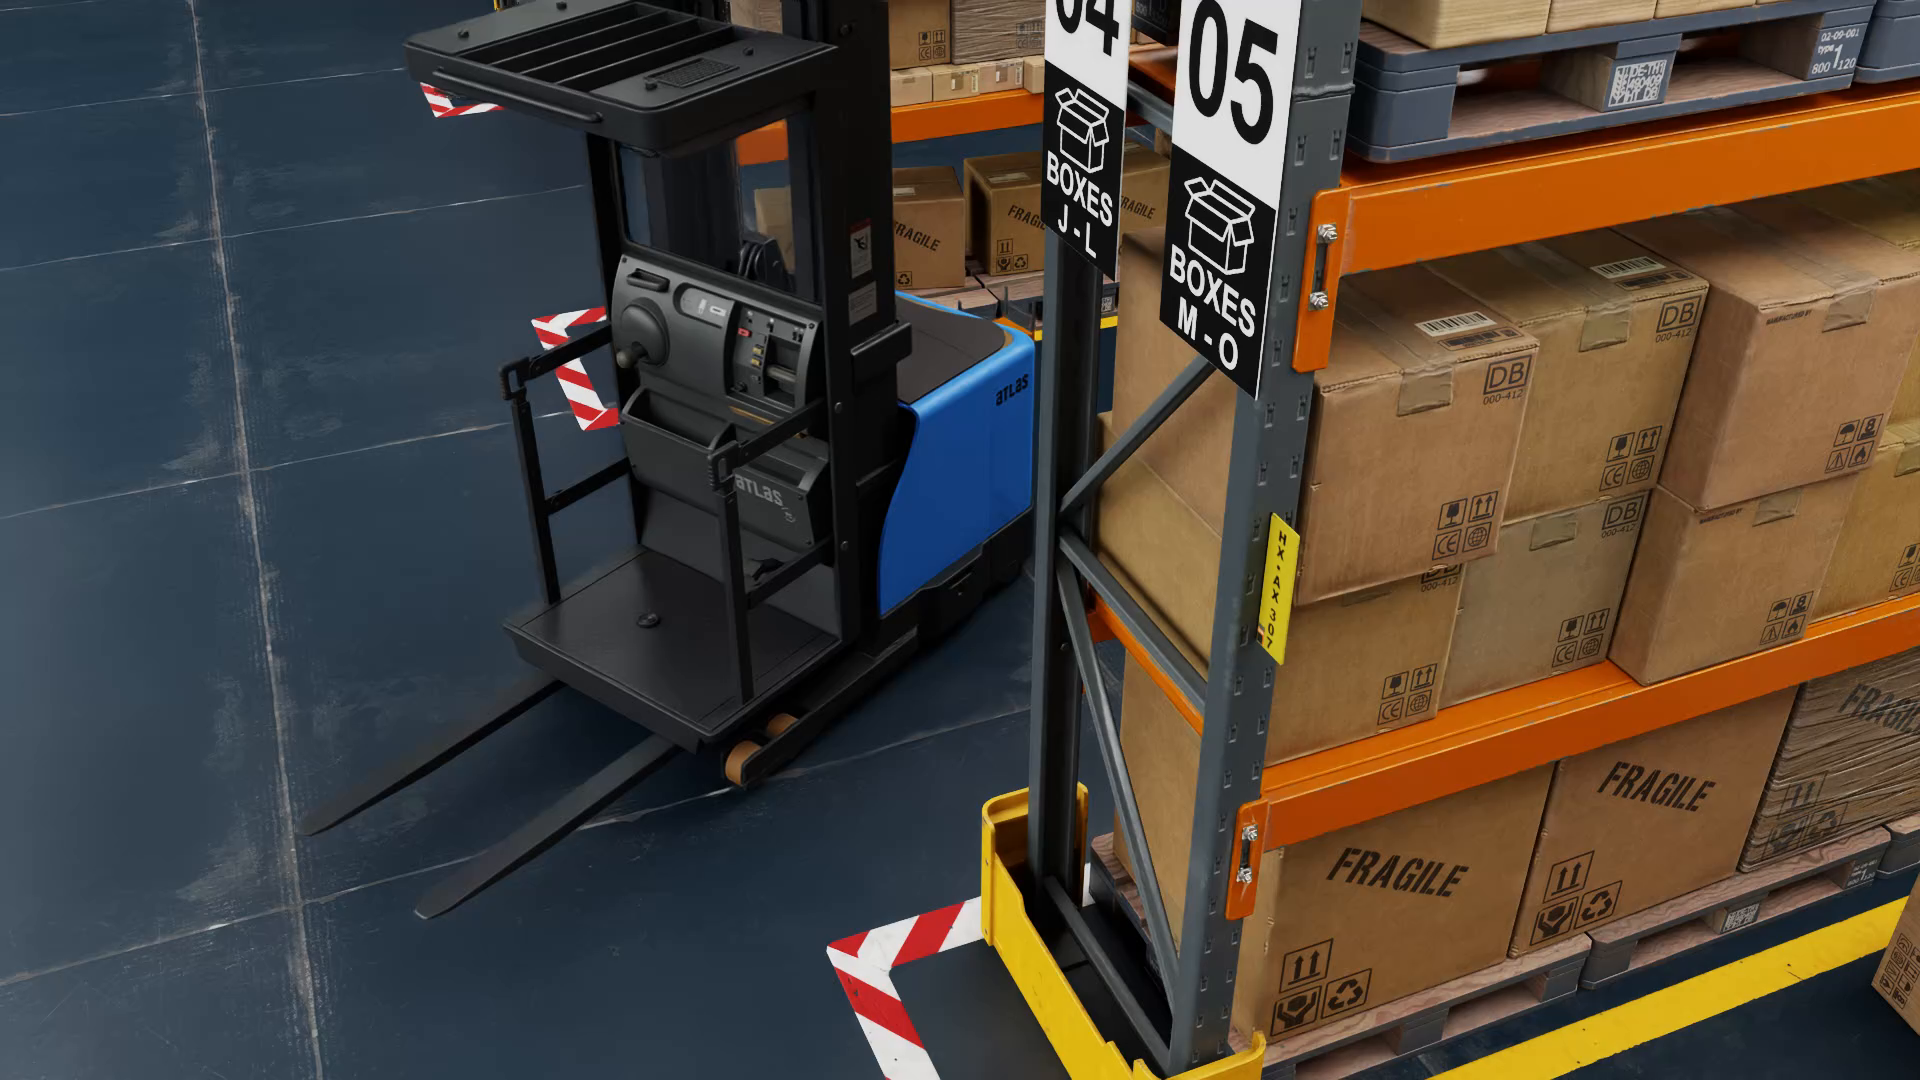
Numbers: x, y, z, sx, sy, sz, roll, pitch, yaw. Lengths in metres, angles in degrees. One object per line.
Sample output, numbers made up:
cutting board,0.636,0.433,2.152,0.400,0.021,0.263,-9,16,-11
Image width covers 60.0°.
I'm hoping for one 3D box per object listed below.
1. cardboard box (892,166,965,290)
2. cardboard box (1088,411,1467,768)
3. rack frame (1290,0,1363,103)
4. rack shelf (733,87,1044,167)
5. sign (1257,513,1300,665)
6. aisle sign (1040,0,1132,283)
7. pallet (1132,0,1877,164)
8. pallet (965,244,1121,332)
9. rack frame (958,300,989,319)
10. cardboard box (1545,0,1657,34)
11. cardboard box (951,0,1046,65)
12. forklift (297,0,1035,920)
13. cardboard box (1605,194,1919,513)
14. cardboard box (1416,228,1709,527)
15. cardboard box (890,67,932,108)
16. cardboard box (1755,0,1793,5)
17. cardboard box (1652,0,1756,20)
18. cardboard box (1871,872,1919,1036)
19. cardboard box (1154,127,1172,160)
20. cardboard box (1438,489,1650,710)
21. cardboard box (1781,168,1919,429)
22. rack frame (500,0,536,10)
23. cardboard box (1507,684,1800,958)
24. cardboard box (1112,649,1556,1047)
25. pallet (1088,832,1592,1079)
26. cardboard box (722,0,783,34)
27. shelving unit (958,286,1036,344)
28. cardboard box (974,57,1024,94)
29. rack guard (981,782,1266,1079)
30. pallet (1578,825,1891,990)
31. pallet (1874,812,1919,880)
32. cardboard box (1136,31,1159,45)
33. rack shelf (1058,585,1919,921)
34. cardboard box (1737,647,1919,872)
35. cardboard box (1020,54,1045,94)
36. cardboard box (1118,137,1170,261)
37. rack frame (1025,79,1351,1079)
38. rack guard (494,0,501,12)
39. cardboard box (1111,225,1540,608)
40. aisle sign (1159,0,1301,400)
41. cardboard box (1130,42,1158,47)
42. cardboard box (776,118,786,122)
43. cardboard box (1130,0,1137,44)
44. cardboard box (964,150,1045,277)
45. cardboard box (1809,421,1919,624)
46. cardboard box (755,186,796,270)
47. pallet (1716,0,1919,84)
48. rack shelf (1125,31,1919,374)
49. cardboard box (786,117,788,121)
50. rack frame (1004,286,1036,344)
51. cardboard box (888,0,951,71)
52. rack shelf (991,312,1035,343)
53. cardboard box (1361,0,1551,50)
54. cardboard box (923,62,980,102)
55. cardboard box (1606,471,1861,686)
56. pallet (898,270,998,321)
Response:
cardboard box,-0.253,-1.690,9.004,0.500,0.500,0.500,-4,33,-6
cardboard box,0.778,0.057,4.275,0.550,0.550,0.875,-13,35,-19
rack frame,0.454,-2.294,2.525,0.127,3.000,1.000,-13,35,-19
rack shelf,0.471,-2.416,8.872,4.000,0.370,1.077,-13,35,-19
sign,0.663,0.105,3.472,0.005,0.325,0.100,-13,35,-19
aisle sign,0.272,-1.005,3.661,0.004,0.787,0.394,-13,35,-19
pallet,1.134,-1.161,3.616,1.213,0.211,1.003,-13,35,-19
pallet,0.583,-1.551,9.441,1.213,0.211,1.003,-13,35,-19
rack frame,0.053,-0.502,7.058,0.008,1.050,0.200,-22,39,-30
cardboard box,1.129,-1.115,3.216,0.250,0.149,0.380,-13,35,-18
cardboard box,0.037,-2.814,8.459,0.500,0.500,0.875,-13,35,-19
forklift,-0.978,-0.653,5.566,1.130,2.935,3.031,22,39,30
cardboard box,1.851,-0.566,4.242,0.550,0.550,0.875,-13,35,-19
cardboard box,1.282,-0.516,4.166,0.550,0.550,0.875,-13,35,-19
cardboard box,-0.321,-2.282,8.236,0.250,0.149,0.380,-13,35,-19
cardboard box,1.593,-1.221,3.380,0.250,0.149,0.380,-13,35,-19
cardboard box,1.360,-1.167,3.297,0.250,0.149,0.380,-13,35,-19
cardboard box,3.108,1.266,4.843,0.500,0.500,0.500,-7,34,-11
cardboard box,1.405,-2.079,9.601,0.500,0.500,0.500,-2,33,-4
cardboard box,1.277,-0.071,4.471,0.550,0.550,0.875,-13,35,-19
cardboard box,2.290,-0.744,4.515,0.500,0.550,0.875,-13,35,-19
rack frame,-3.291,-4.786,11.855,0.127,3.000,1.000,-13,35,-19
cardboard box,1.864,0.572,5.184,0.875,0.875,0.875,-13,35,-20
cardboard box,1.053,0.759,4.897,0.875,0.875,0.875,-13,35,-19
pallet,1.161,1.181,5.241,1.213,0.211,1.003,-13,35,-19
cardboard box,-0.855,-2.564,8.076,0.500,0.500,0.875,-13,35,-19
shelving unit,0.151,-0.541,7.119,0.252,1.050,0.215,-22,39,-30
cardboard box,0.132,-2.397,8.414,0.250,0.149,0.380,-13,35,-19
rack guard,0.432,1.273,4.835,0.348,0.500,1.175,-13,35,-19
pallet,2.284,0.926,5.634,1.213,0.211,1.003,-13,35,-19
pallet,3.410,0.666,6.033,1.213,0.211,1.003,-13,35,-19
cardboard box,0.979,-2.998,8.743,0.500,0.500,0.875,-13,35,-19
rack shelf,2.298,0.100,5.006,4.000,0.370,1.077,-13,35,-19
cardboard box,2.705,0.380,5.478,0.875,0.875,0.875,-13,35,-19
cardboard box,0.402,-2.398,8.415,0.250,0.149,0.380,-13,35,-19
cardboard box,0.863,-1.908,9.339,0.500,0.500,0.500,-16,36,-23
rack frame,0.454,0.221,4.161,0.127,3.000,1.000,-13,35,-19
rack guard,-3.239,-3.778,12.597,0.348,0.500,1.175,-13,35,-19
cardboard box,0.811,-0.354,3.916,0.550,0.550,0.875,-13,35,-19
aisle sign,0.505,-0.703,3.197,0.004,0.787,0.394,-13,35,-19
cardboard box,0.842,-2.532,8.621,0.250,0.149,0.380,-13,35,-19
cardboard box,-1.018,-2.130,8.003,0.250,0.149,0.380,-13,35,-19
cardboard box,0.502,-2.913,8.613,0.500,0.500,0.875,-13,35,-19
cardboard box,0.332,-1.813,9.193,0.500,0.500,0.500,-10,34,-14
cardboard box,2.315,-0.258,4.759,0.500,0.550,0.875,-13,35,-19
cardboard box,-0.791,-1.547,8.784,0.500,0.500,0.500,-7,34,-10
pallet,2.260,-1.421,4.015,1.213,0.211,1.003,-13,35,-19
rack shelf,2.298,-1.157,4.188,4.000,0.370,1.077,-13,35,-19
cardboard box,-0.780,-2.173,8.070,0.250,0.149,0.380,-13,35,-19
rack frame,0.249,-0.581,7.180,0.008,1.050,0.200,-22,39,-30
cardboard box,-0.441,-2.730,8.331,0.500,0.500,0.875,-13,35,-19
rack shelf,0.151,-0.770,6.970,0.240,0.259,0.215,-22,39,-30
cardboard box,0.894,-1.061,3.133,0.250,0.149,0.380,-13,35,-19
cardboard box,-0.088,-2.331,8.312,0.250,0.149,0.380,-13,35,-19
cardboard box,1.842,-0.126,4.555,0.550,0.550,0.875,-13,35,-19
pallet,-0.540,-1.296,9.048,1.213,0.211,1.003,-13,35,-19
